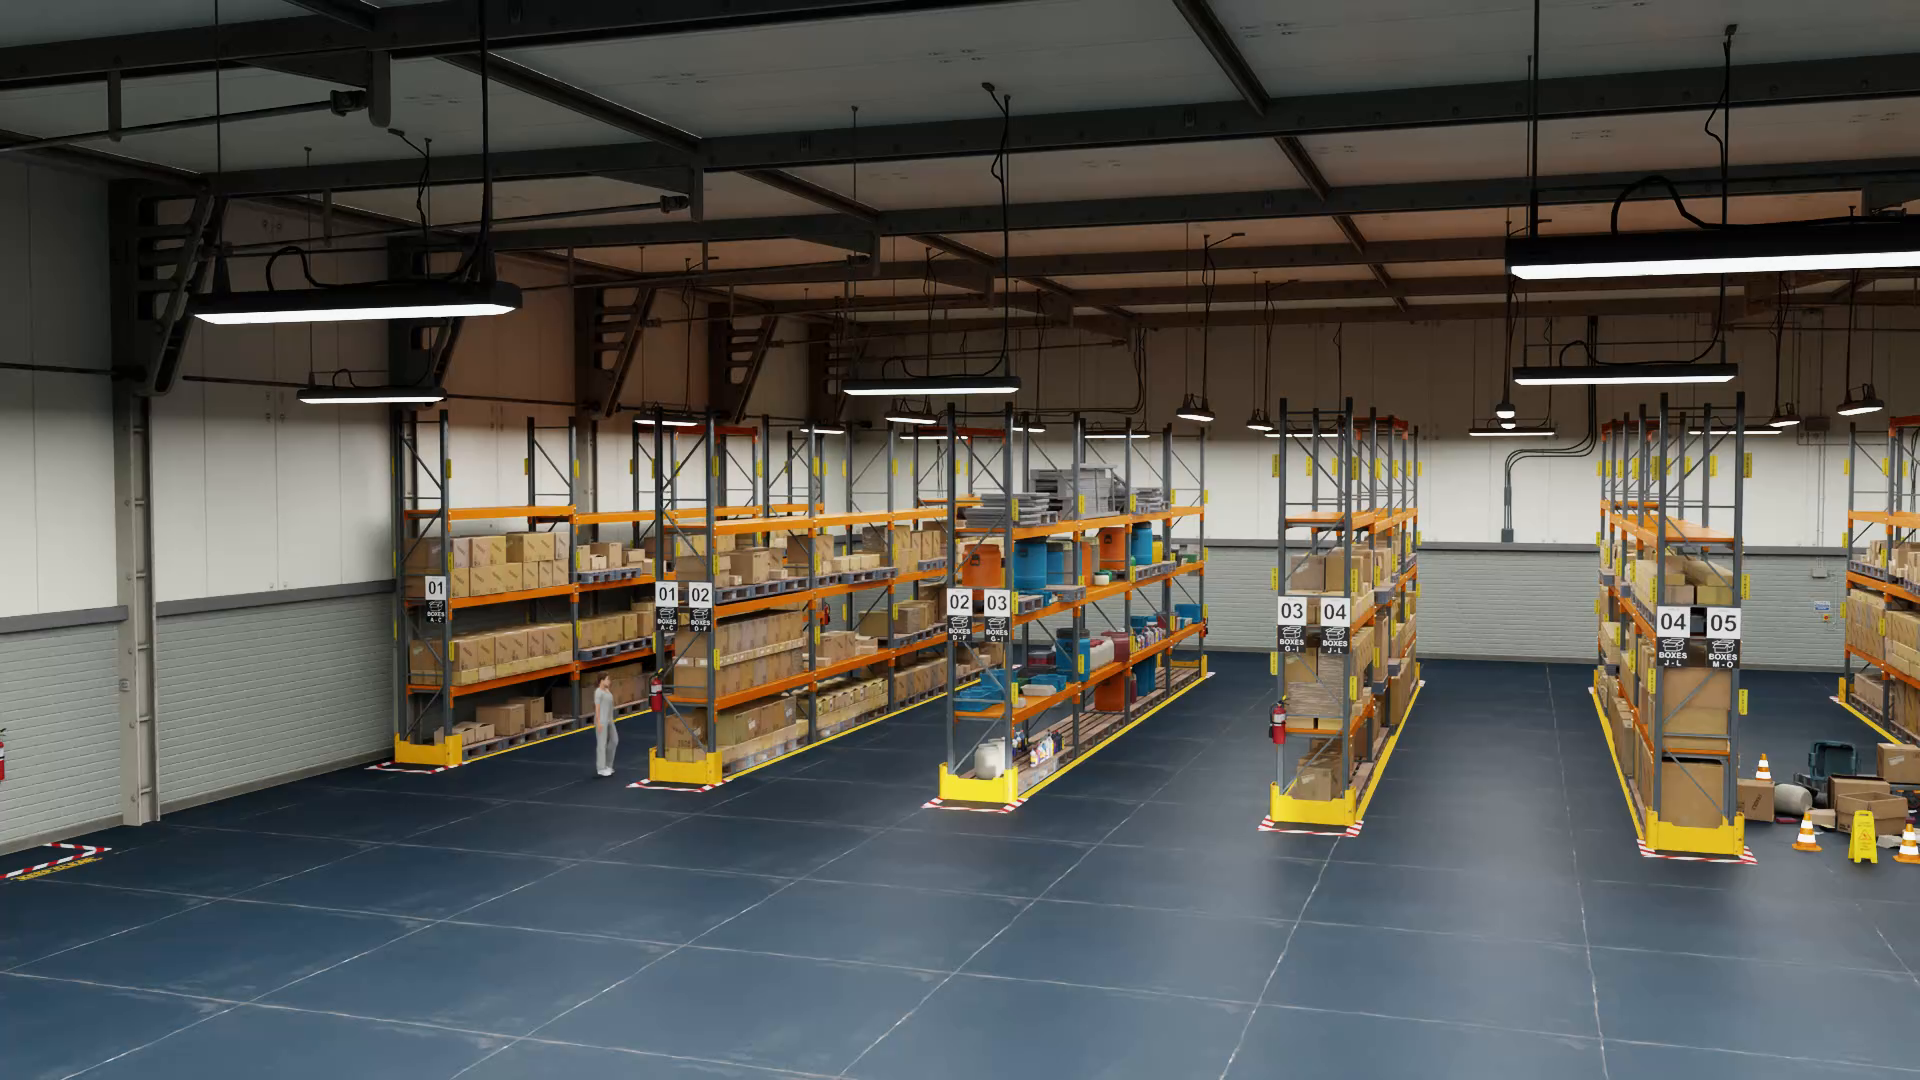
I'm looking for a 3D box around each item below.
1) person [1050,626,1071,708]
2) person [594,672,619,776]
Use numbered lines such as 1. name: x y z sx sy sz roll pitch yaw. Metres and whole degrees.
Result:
1. person: 2.099 2.660 34.902 0.392 1.699 0.550 1 3 21
2. person: -5.831 3.026 27.266 0.374 1.733 0.497 1 3 14
